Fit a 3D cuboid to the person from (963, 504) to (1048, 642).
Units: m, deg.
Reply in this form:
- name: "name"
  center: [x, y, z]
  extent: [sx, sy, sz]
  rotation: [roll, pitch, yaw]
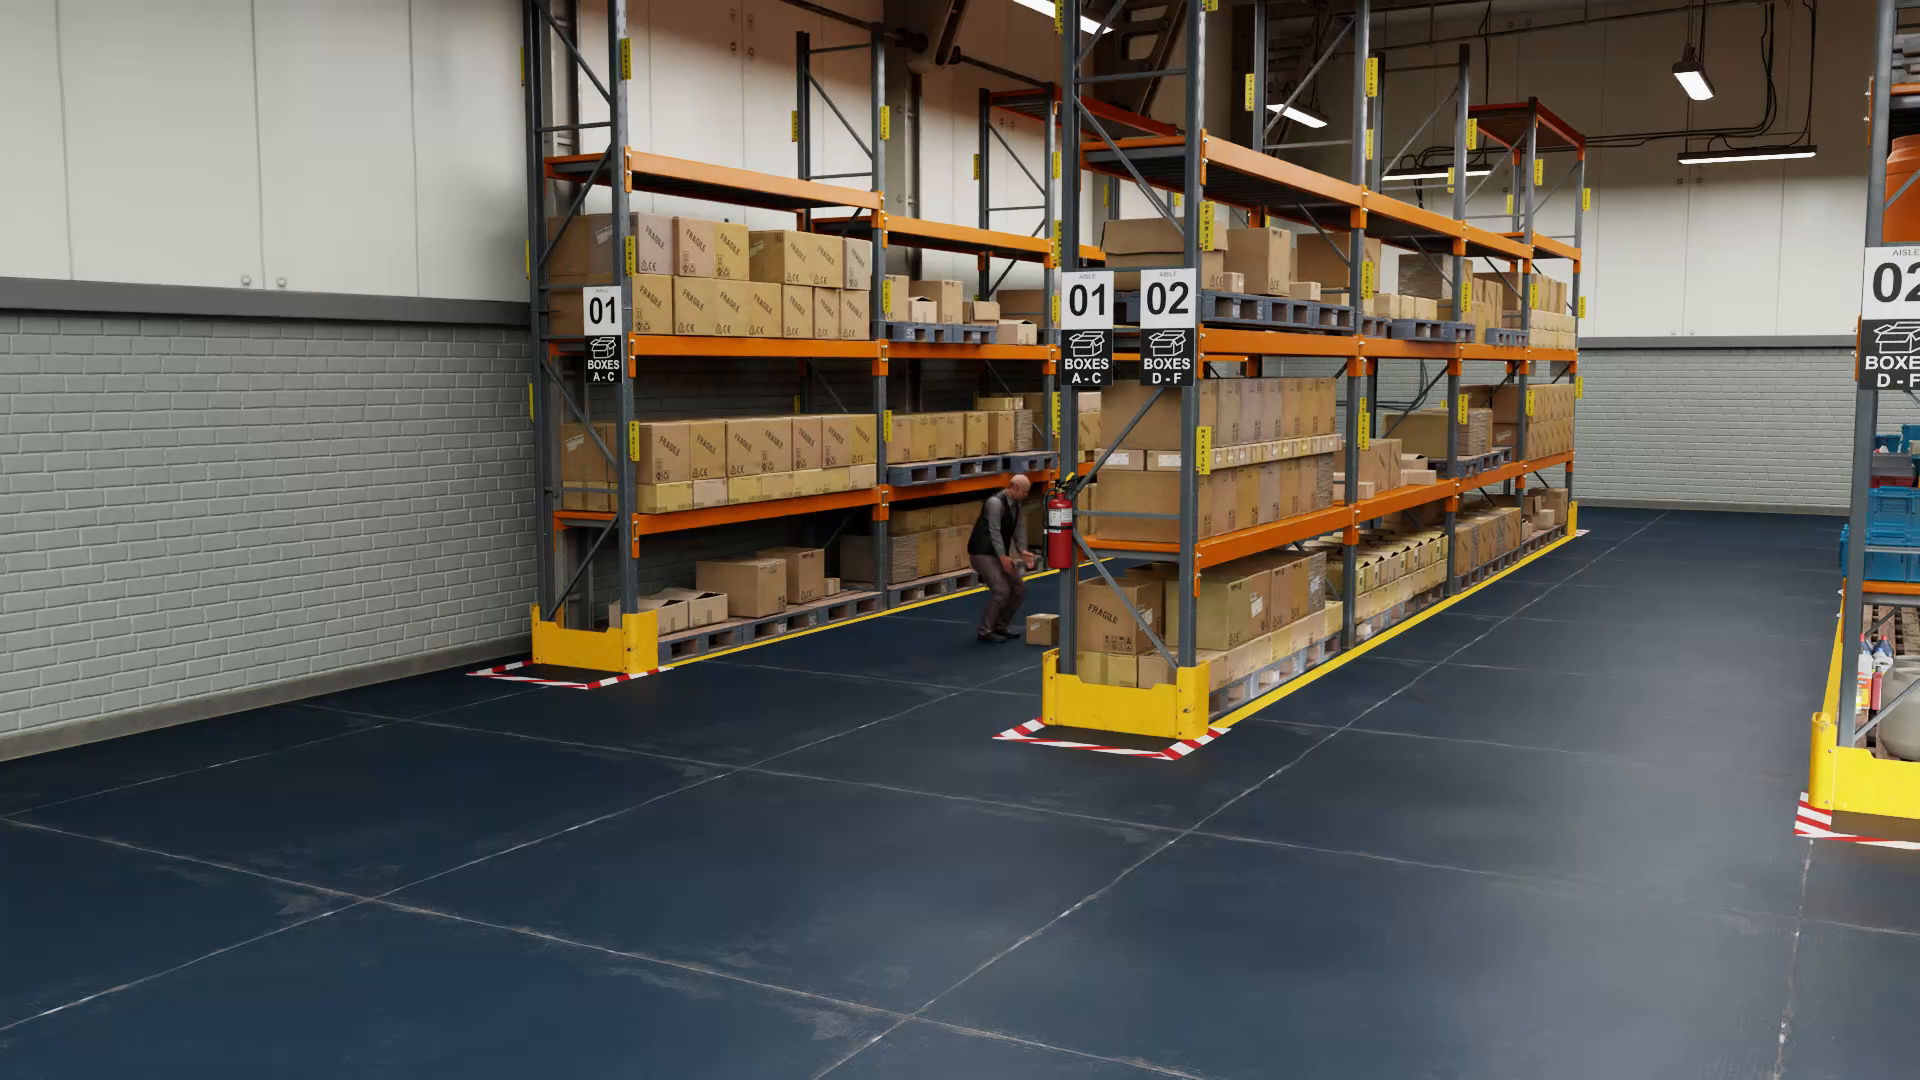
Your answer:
- name: "person"
  center: [0.433, 0.292, 15.560]
  extent: [0.771, 1.286, 0.587]
  rotation: [3, 7, 29]
